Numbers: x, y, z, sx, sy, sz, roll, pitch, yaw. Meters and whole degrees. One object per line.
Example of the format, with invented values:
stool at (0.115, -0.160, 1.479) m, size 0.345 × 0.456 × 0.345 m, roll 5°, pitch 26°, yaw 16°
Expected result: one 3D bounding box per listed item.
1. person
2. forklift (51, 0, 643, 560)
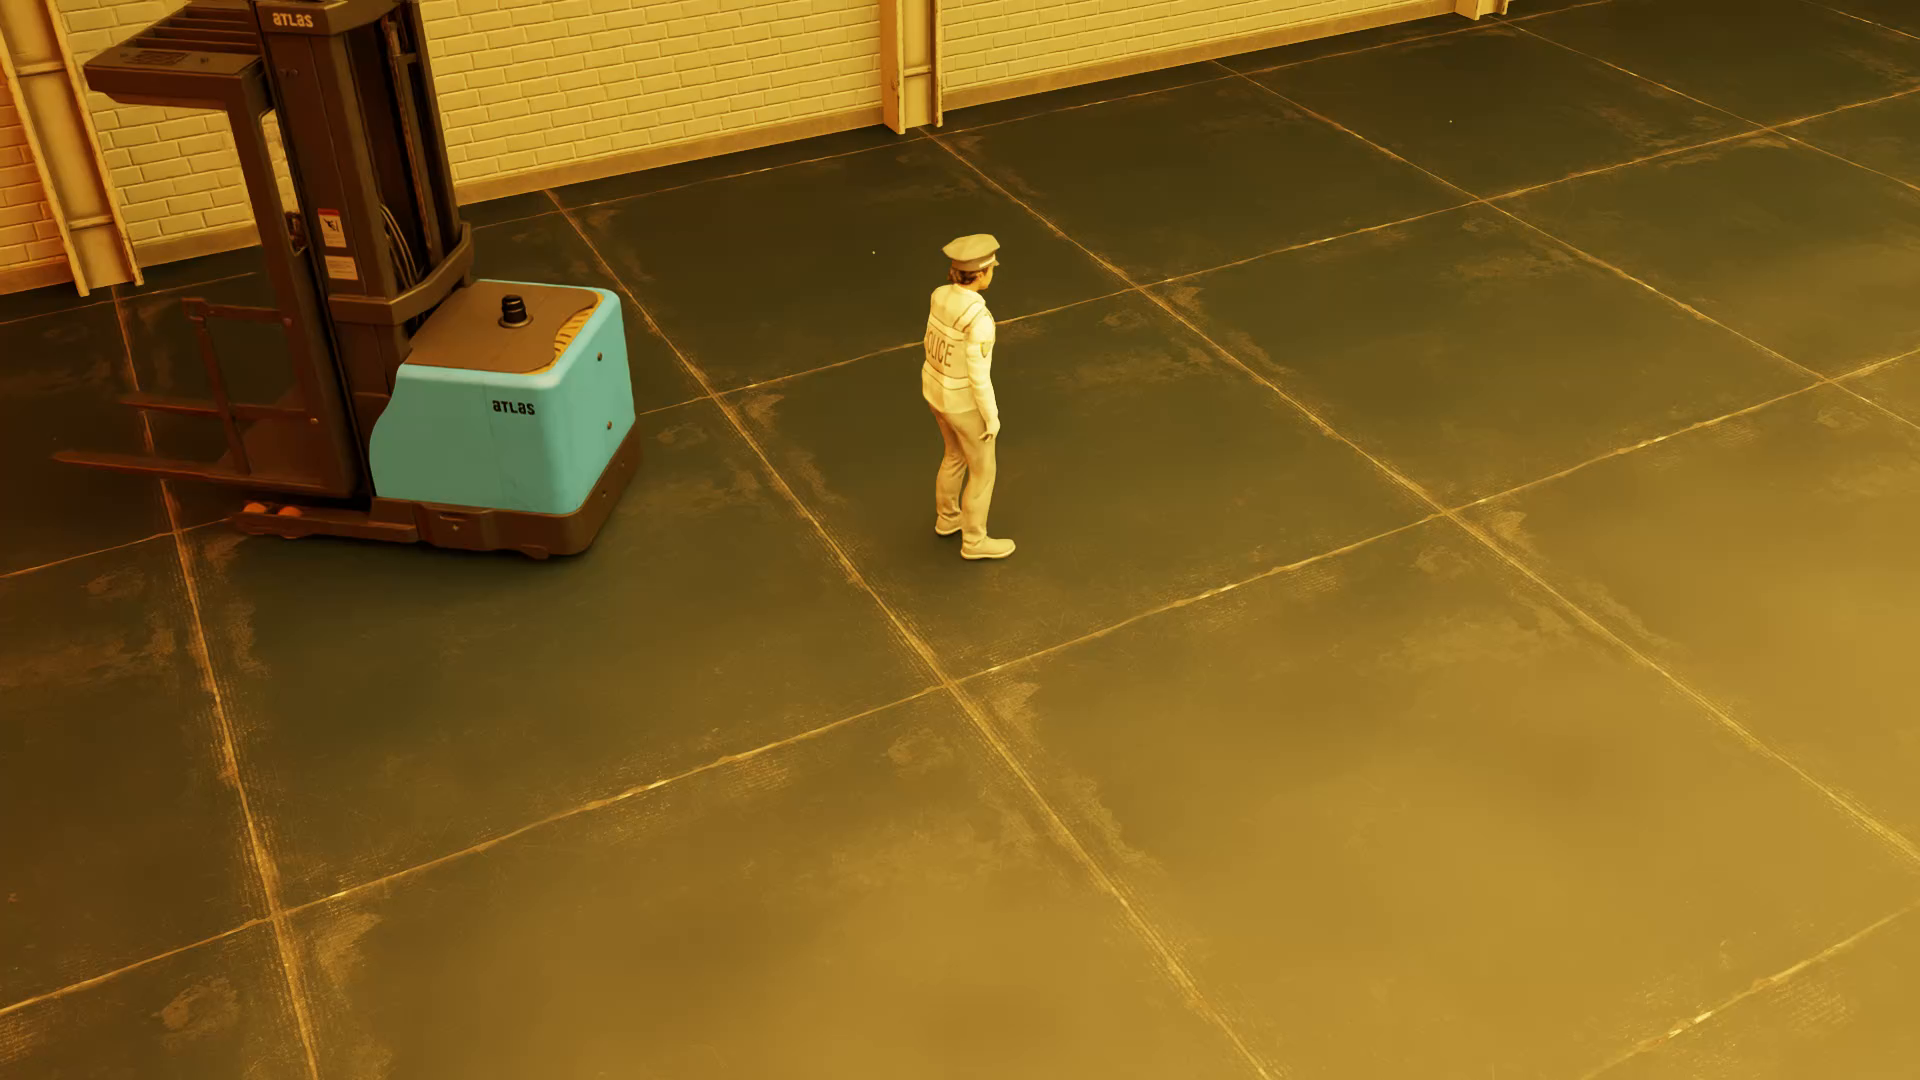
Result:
person at (0.021, -0.691, 8.202) m, size 0.372 × 1.663 × 0.529 m, roll -18°, pitch 39°, yaw -24°
forklift at (-3.317, -1.496, 8.240) m, size 3.031 × 2.935 × 1.130 m, roll 6°, pitch 36°, yaw 8°
